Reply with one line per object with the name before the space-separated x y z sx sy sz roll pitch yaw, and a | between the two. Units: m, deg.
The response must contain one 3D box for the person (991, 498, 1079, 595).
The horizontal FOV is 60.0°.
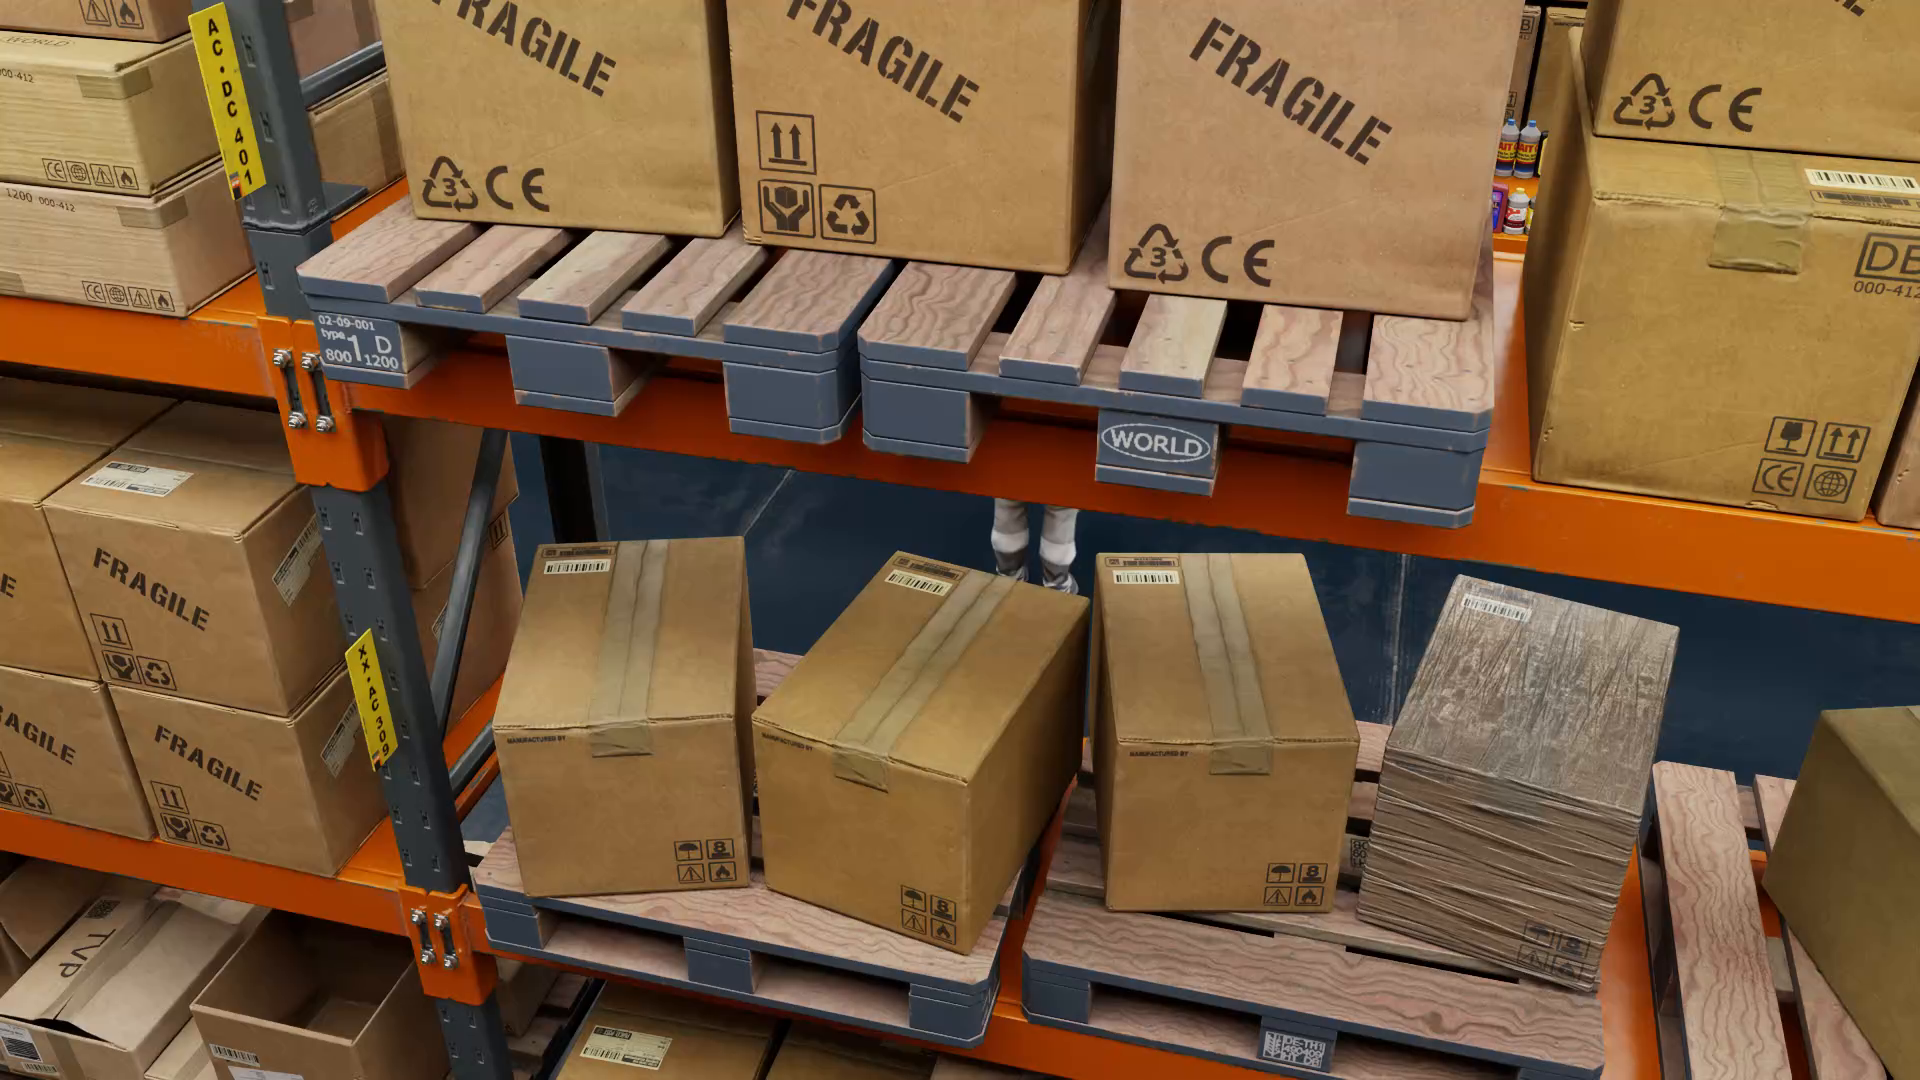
person | 0.326 -0.540 6.972 0.494 1.777 0.569 7 33 12
